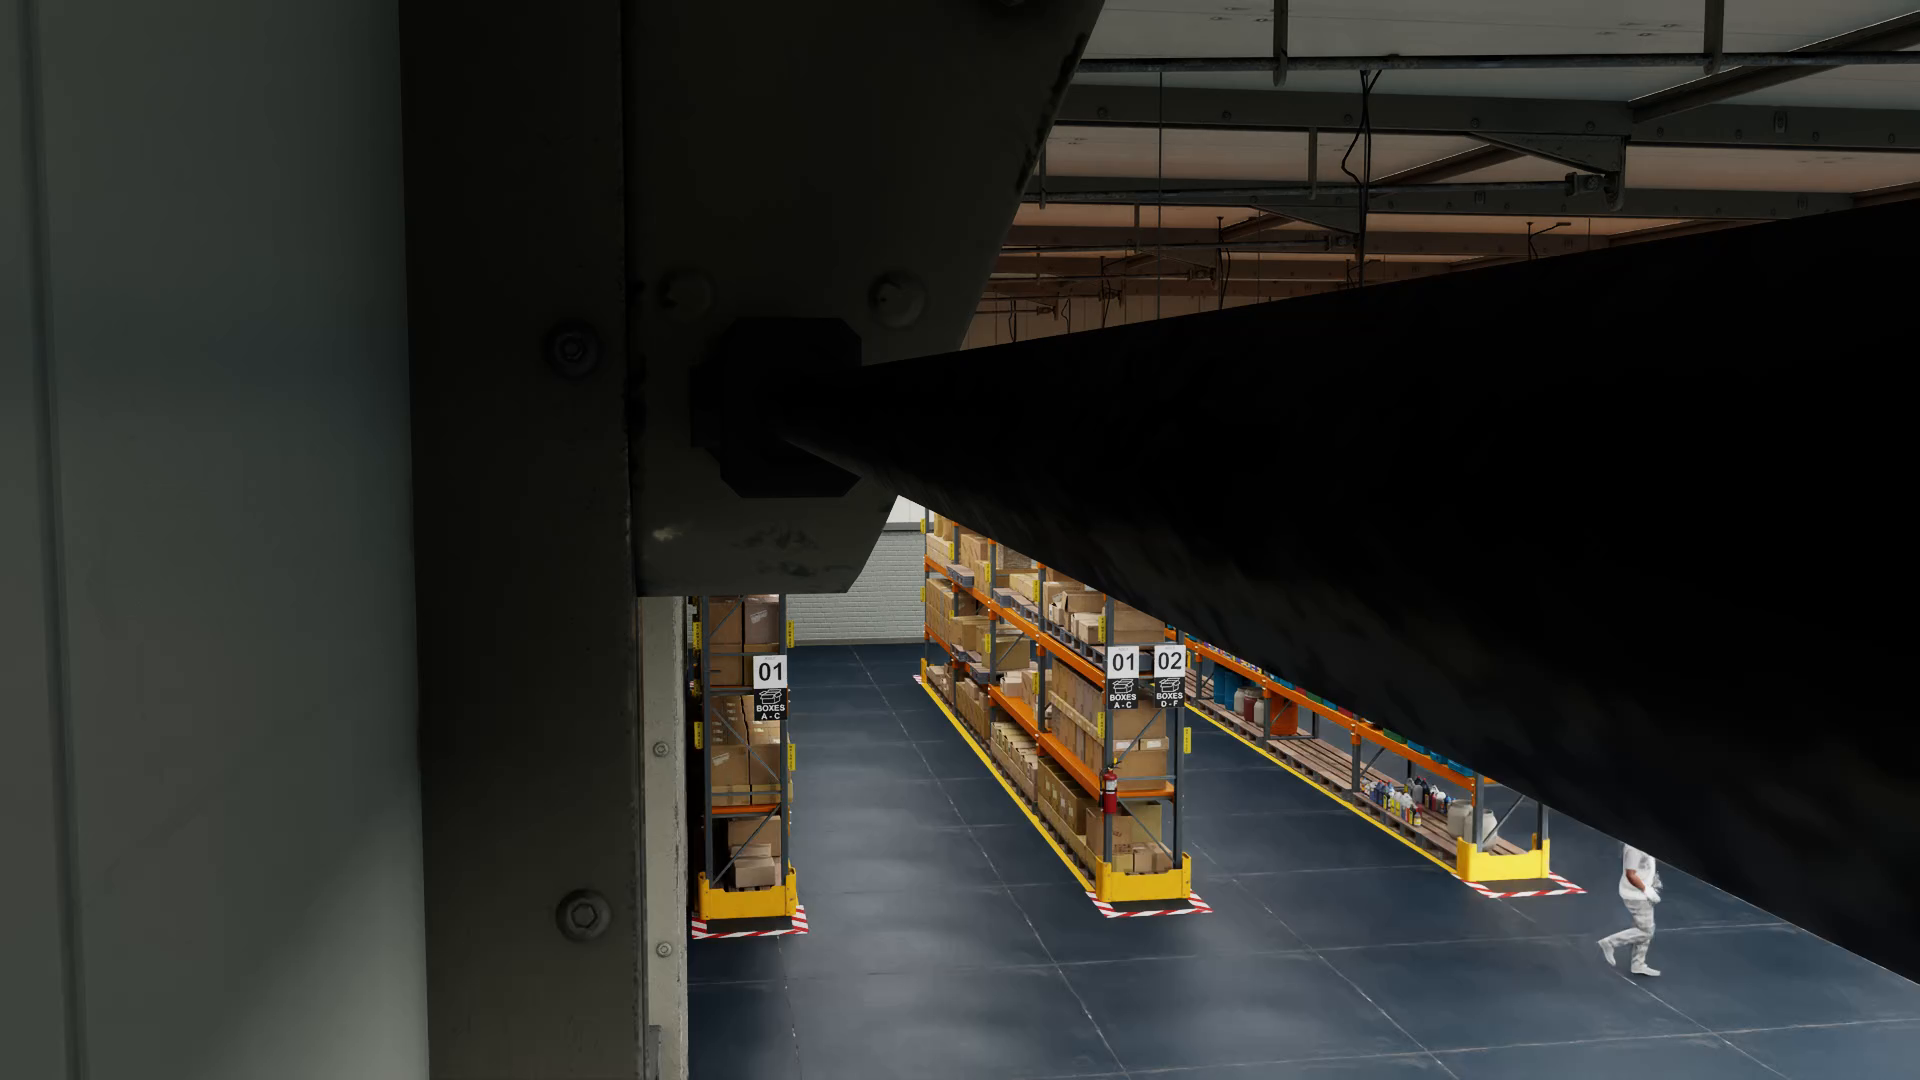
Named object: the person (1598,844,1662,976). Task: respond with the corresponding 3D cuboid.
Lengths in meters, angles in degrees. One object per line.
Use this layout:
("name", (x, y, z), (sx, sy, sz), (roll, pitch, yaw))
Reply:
("person", (7.329, 3.869, 18.169), (0.661, 1.758, 0.678), (2, 5, 17))
